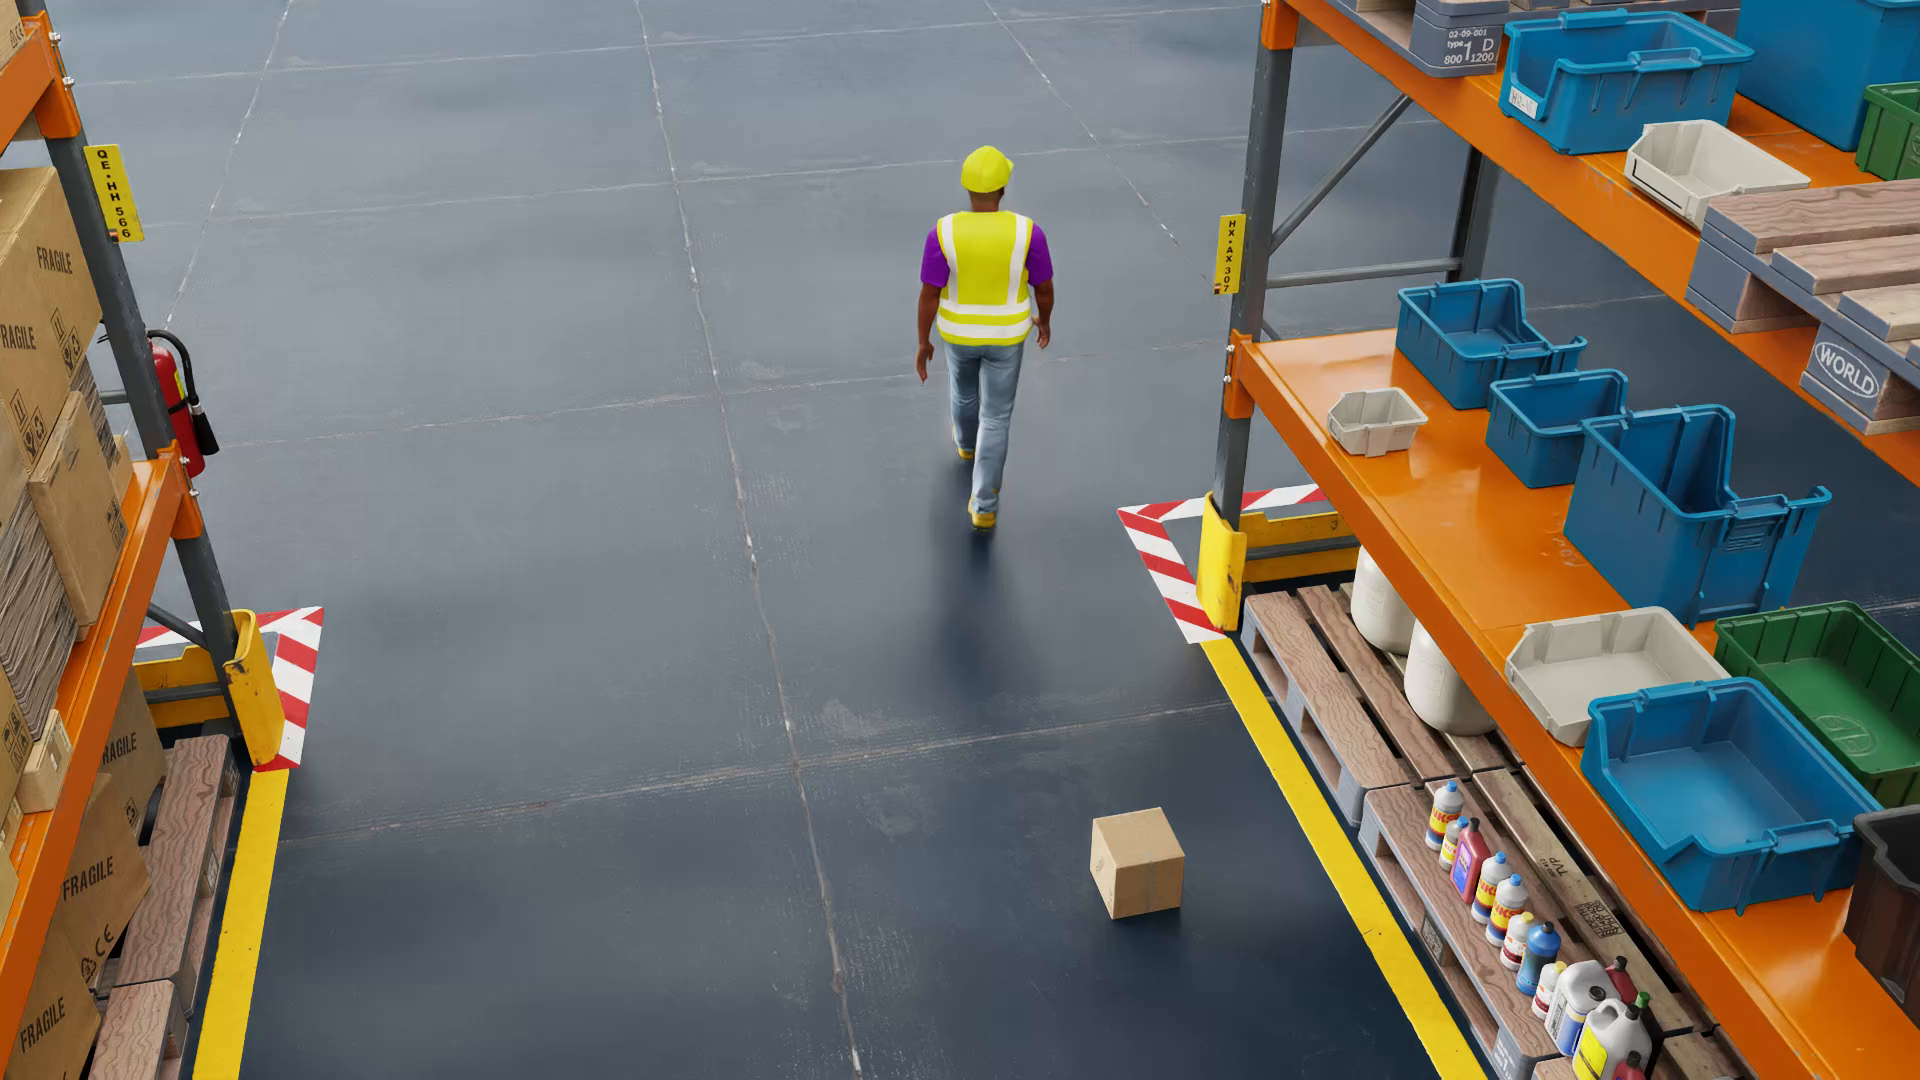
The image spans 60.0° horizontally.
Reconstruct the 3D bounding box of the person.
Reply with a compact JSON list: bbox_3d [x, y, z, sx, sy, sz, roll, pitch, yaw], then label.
[{"bbox_3d":[0.120,-0.981,7.575,0.612,1.725,1.015,3,34,5],"label":"person"}]
